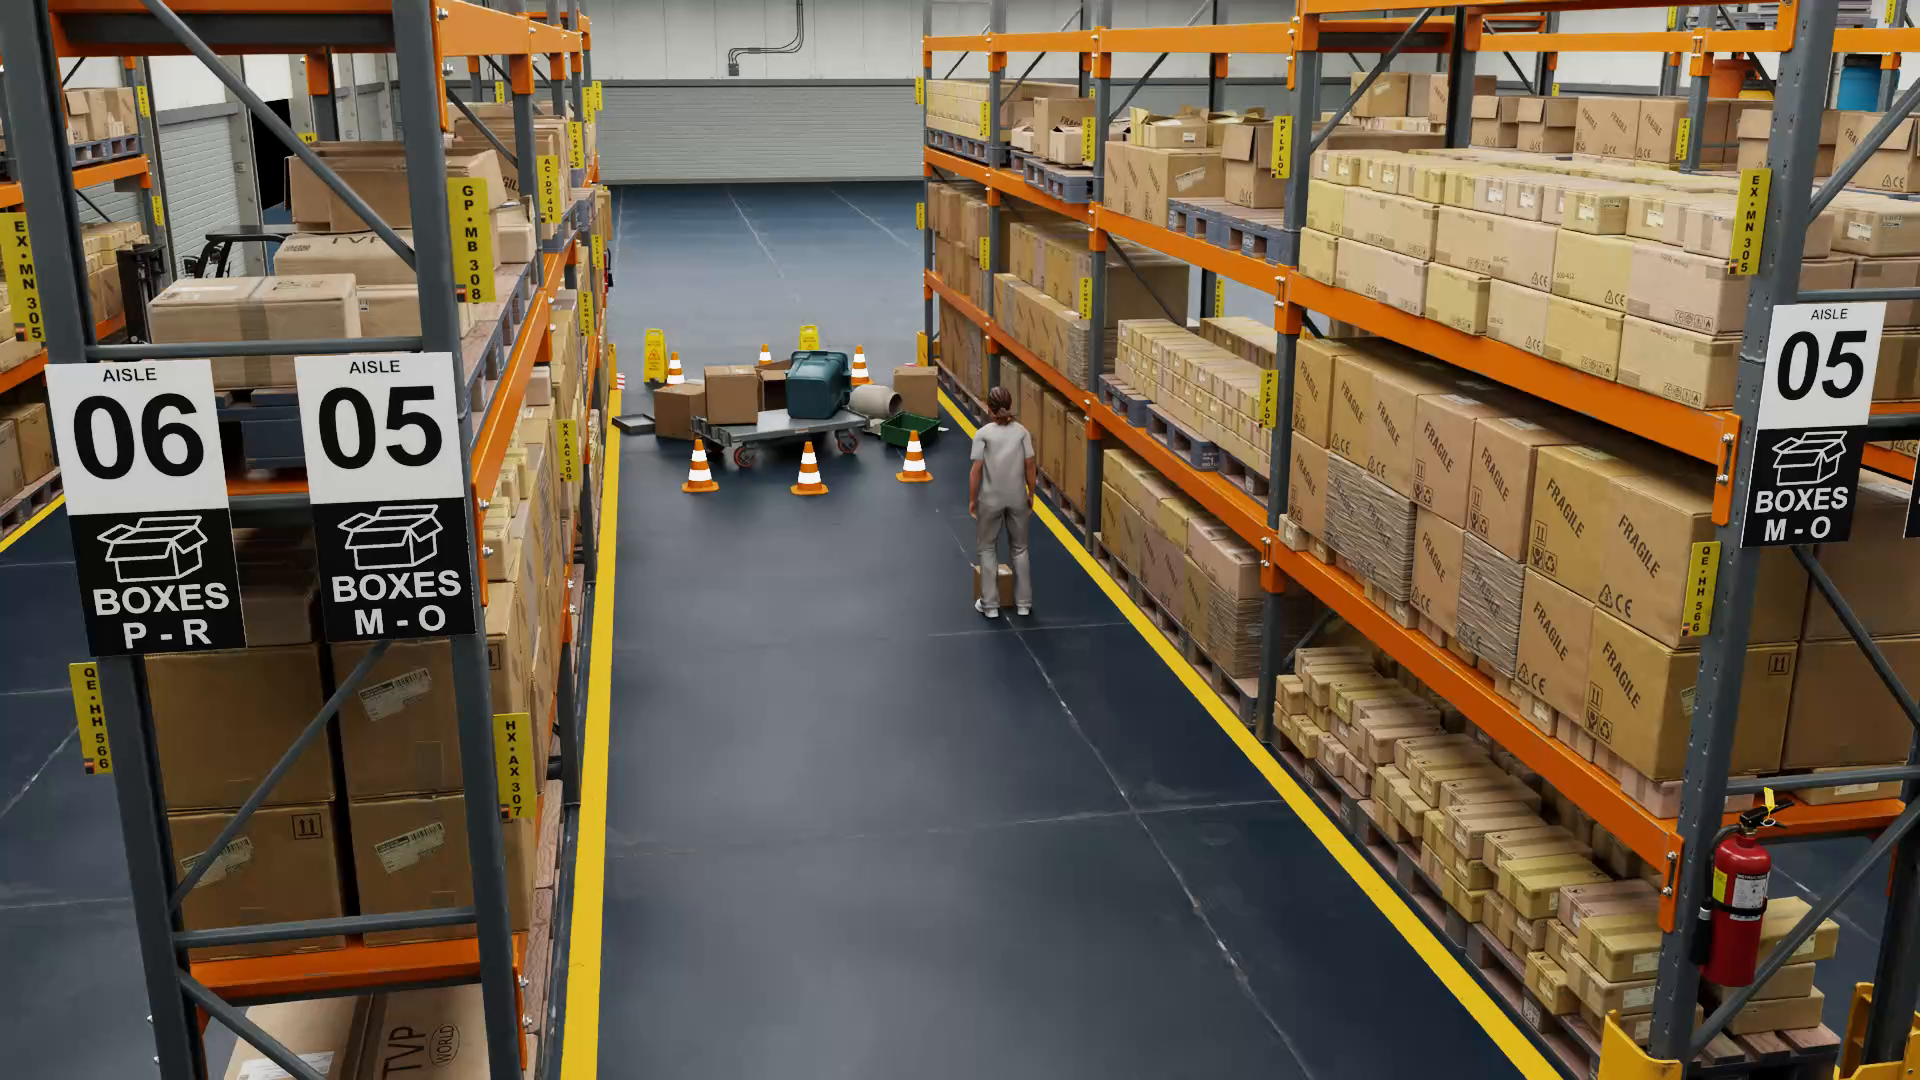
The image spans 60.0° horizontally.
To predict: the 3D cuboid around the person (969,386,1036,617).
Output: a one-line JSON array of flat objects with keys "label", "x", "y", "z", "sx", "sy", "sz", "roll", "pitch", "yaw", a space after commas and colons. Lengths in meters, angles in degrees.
[{"label": "person", "x": 0.305, "y": -0.271, "z": 11.959, "sx": 0.495, "sy": 1.672, "sz": 0.352, "roll": -3, "pitch": 17, "yaw": -11}]
